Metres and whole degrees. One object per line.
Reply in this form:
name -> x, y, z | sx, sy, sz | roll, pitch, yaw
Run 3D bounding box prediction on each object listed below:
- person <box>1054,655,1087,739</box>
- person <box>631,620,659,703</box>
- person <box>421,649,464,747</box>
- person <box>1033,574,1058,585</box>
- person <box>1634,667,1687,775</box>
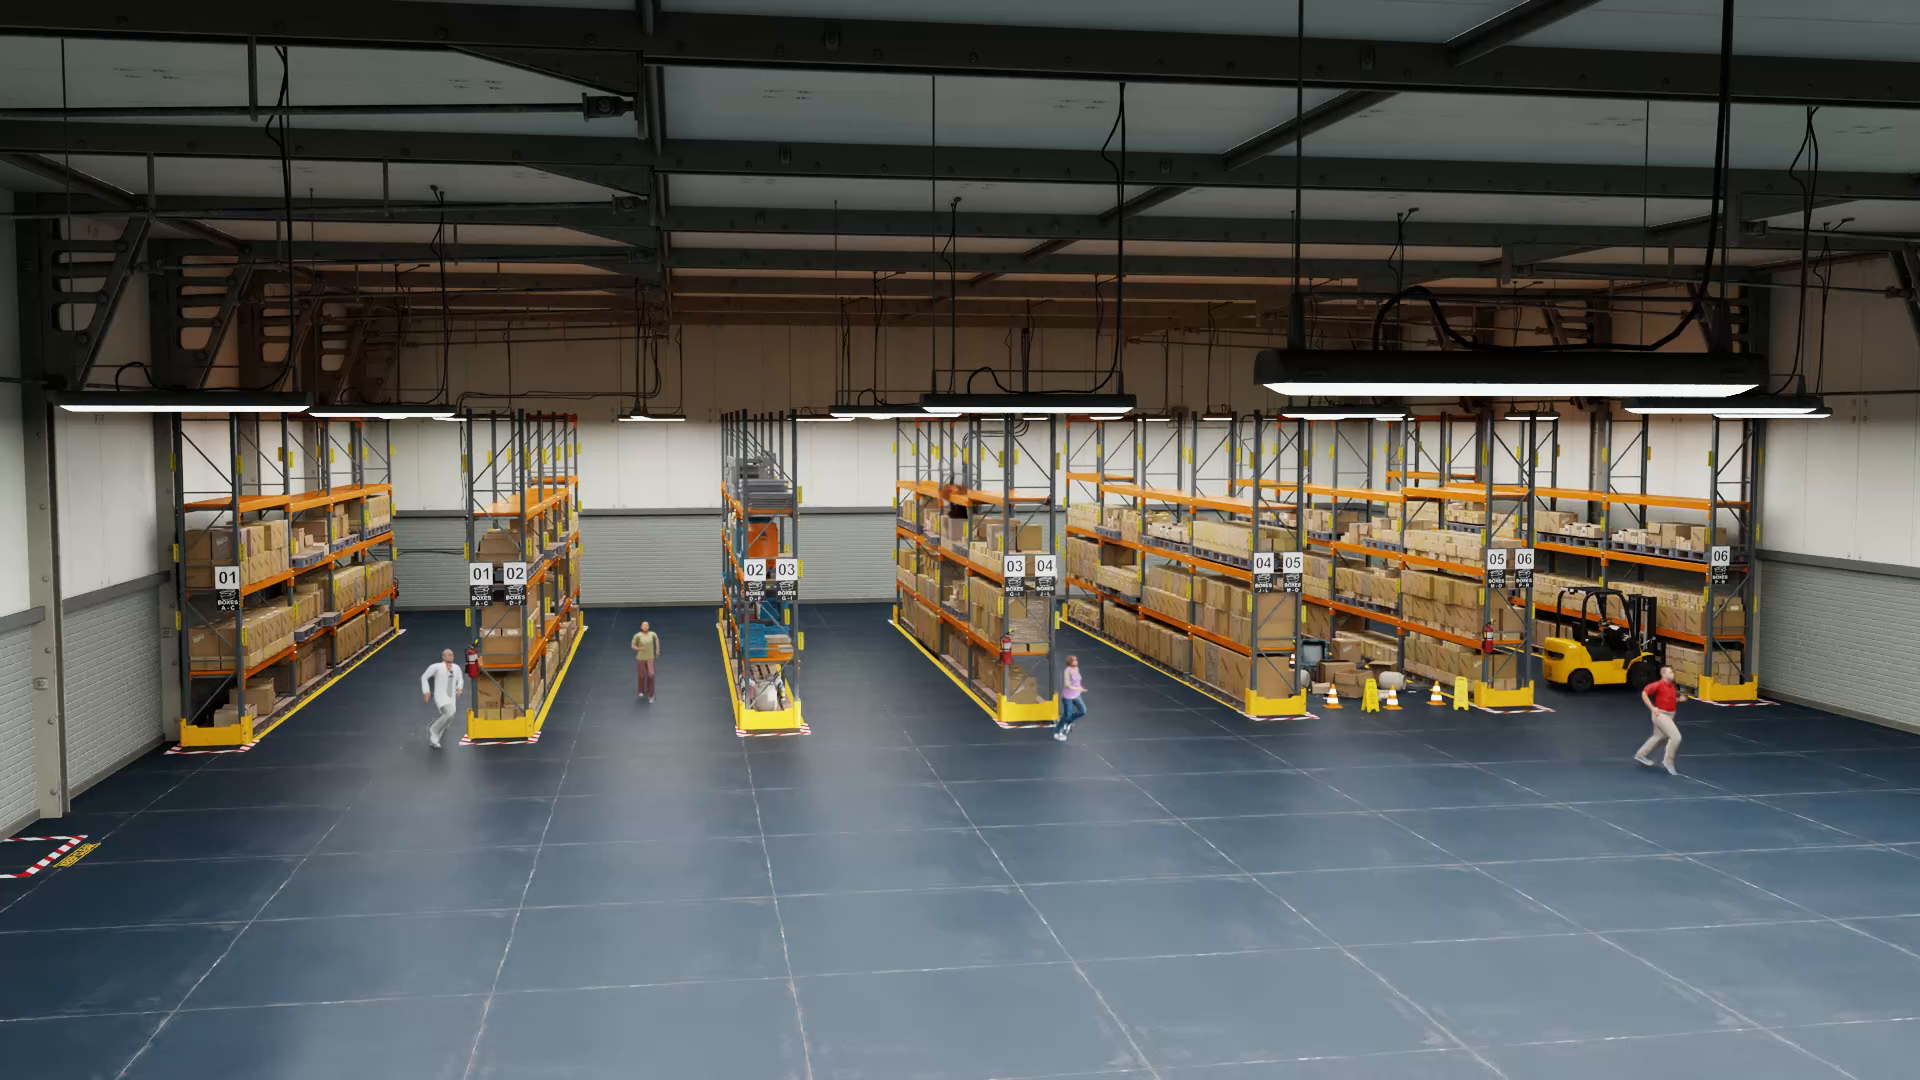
person -> 2.040, 2.841, 30.107 | 0.701, 1.554, 0.568 | 3, 5, 39
person -> -6.497, 2.506, 34.340 | 0.594, 1.743, 0.729 | -1, 4, -19
person -> -9.093, 2.811, 29.494 | 0.624, 1.689, 0.714 | 3, 5, 39
person -> 2.443, 1.436, 49.123 | 0.765, 1.709, 0.596 | 4, 5, 41
person -> 11.566, 2.974, 27.469 | 0.818, 1.789, 0.636 | 3, 5, 40
